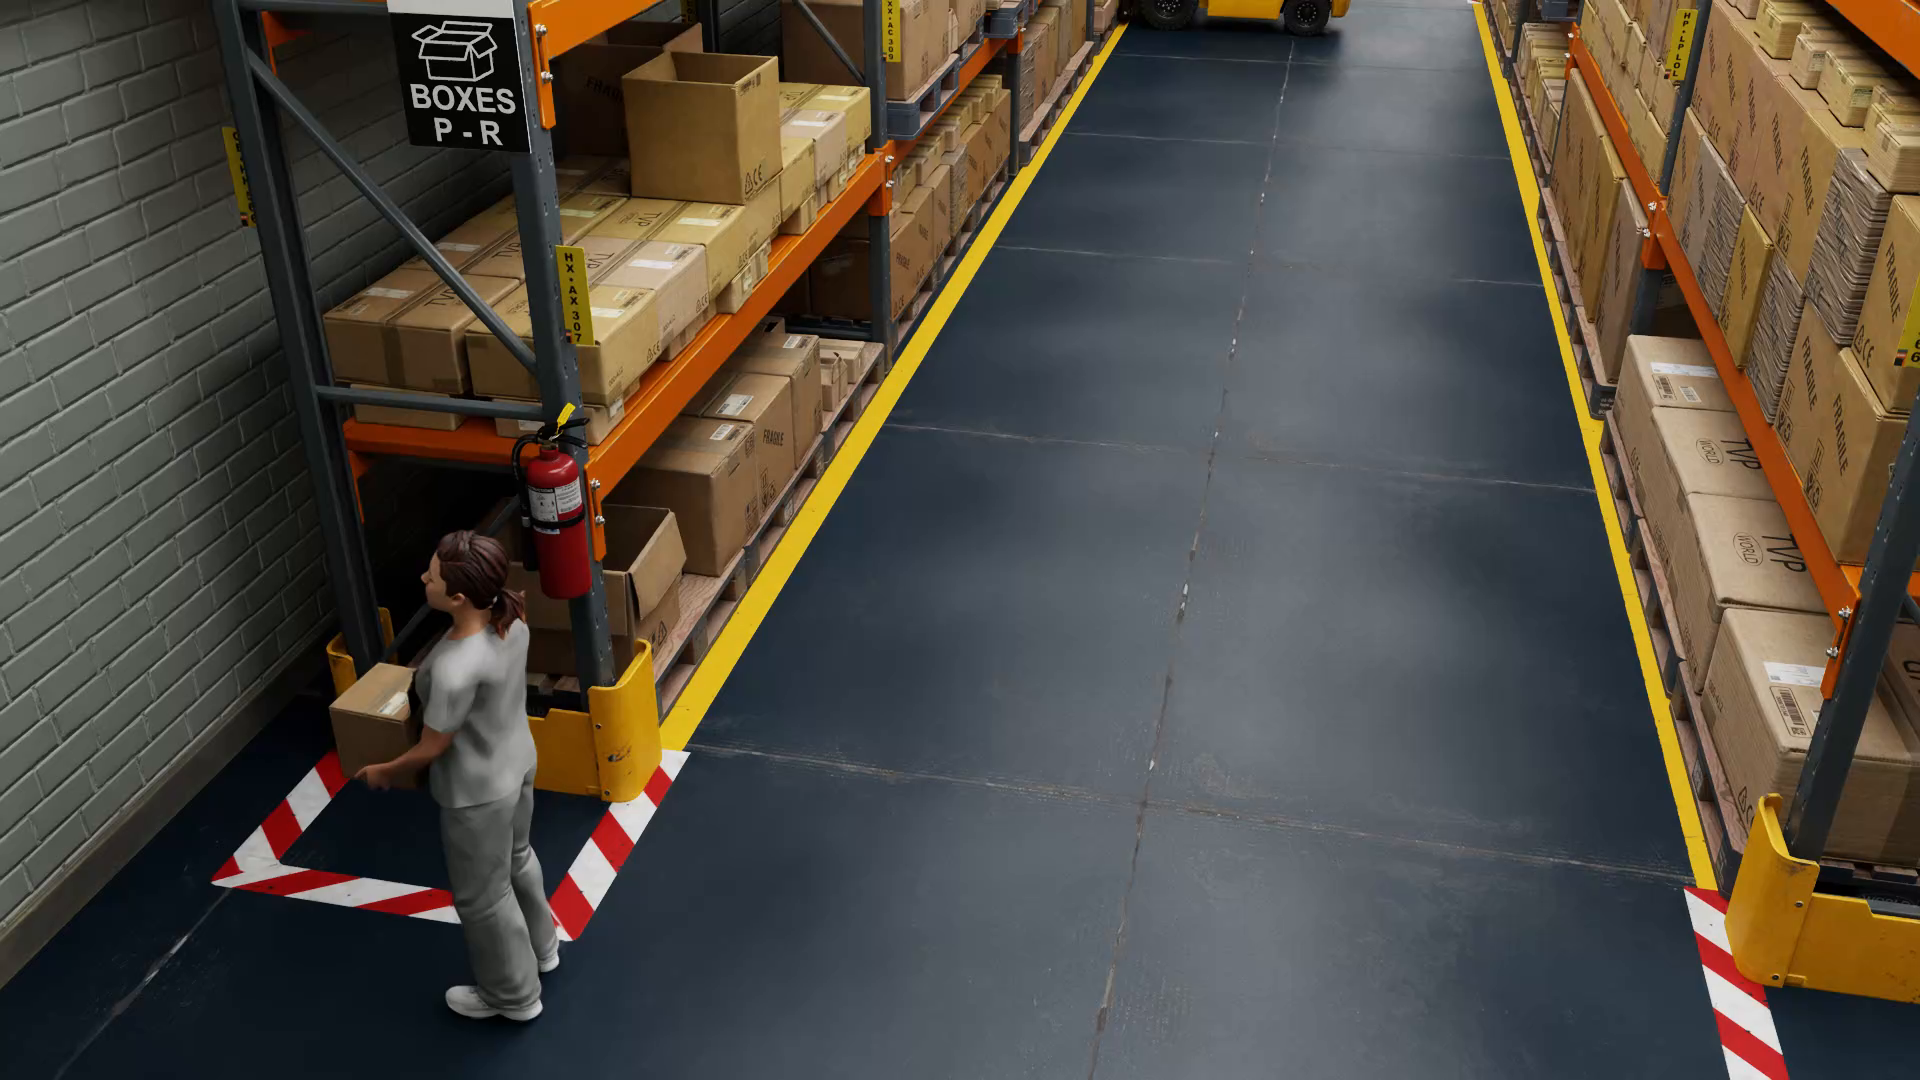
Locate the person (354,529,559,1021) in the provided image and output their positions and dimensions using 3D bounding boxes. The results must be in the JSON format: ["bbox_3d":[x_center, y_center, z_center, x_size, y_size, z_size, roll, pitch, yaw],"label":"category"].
[{"bbox_3d":[-1.445,0.702,4.855,0.540,1.674,0.458,4,29,6],"label":"person"}]
